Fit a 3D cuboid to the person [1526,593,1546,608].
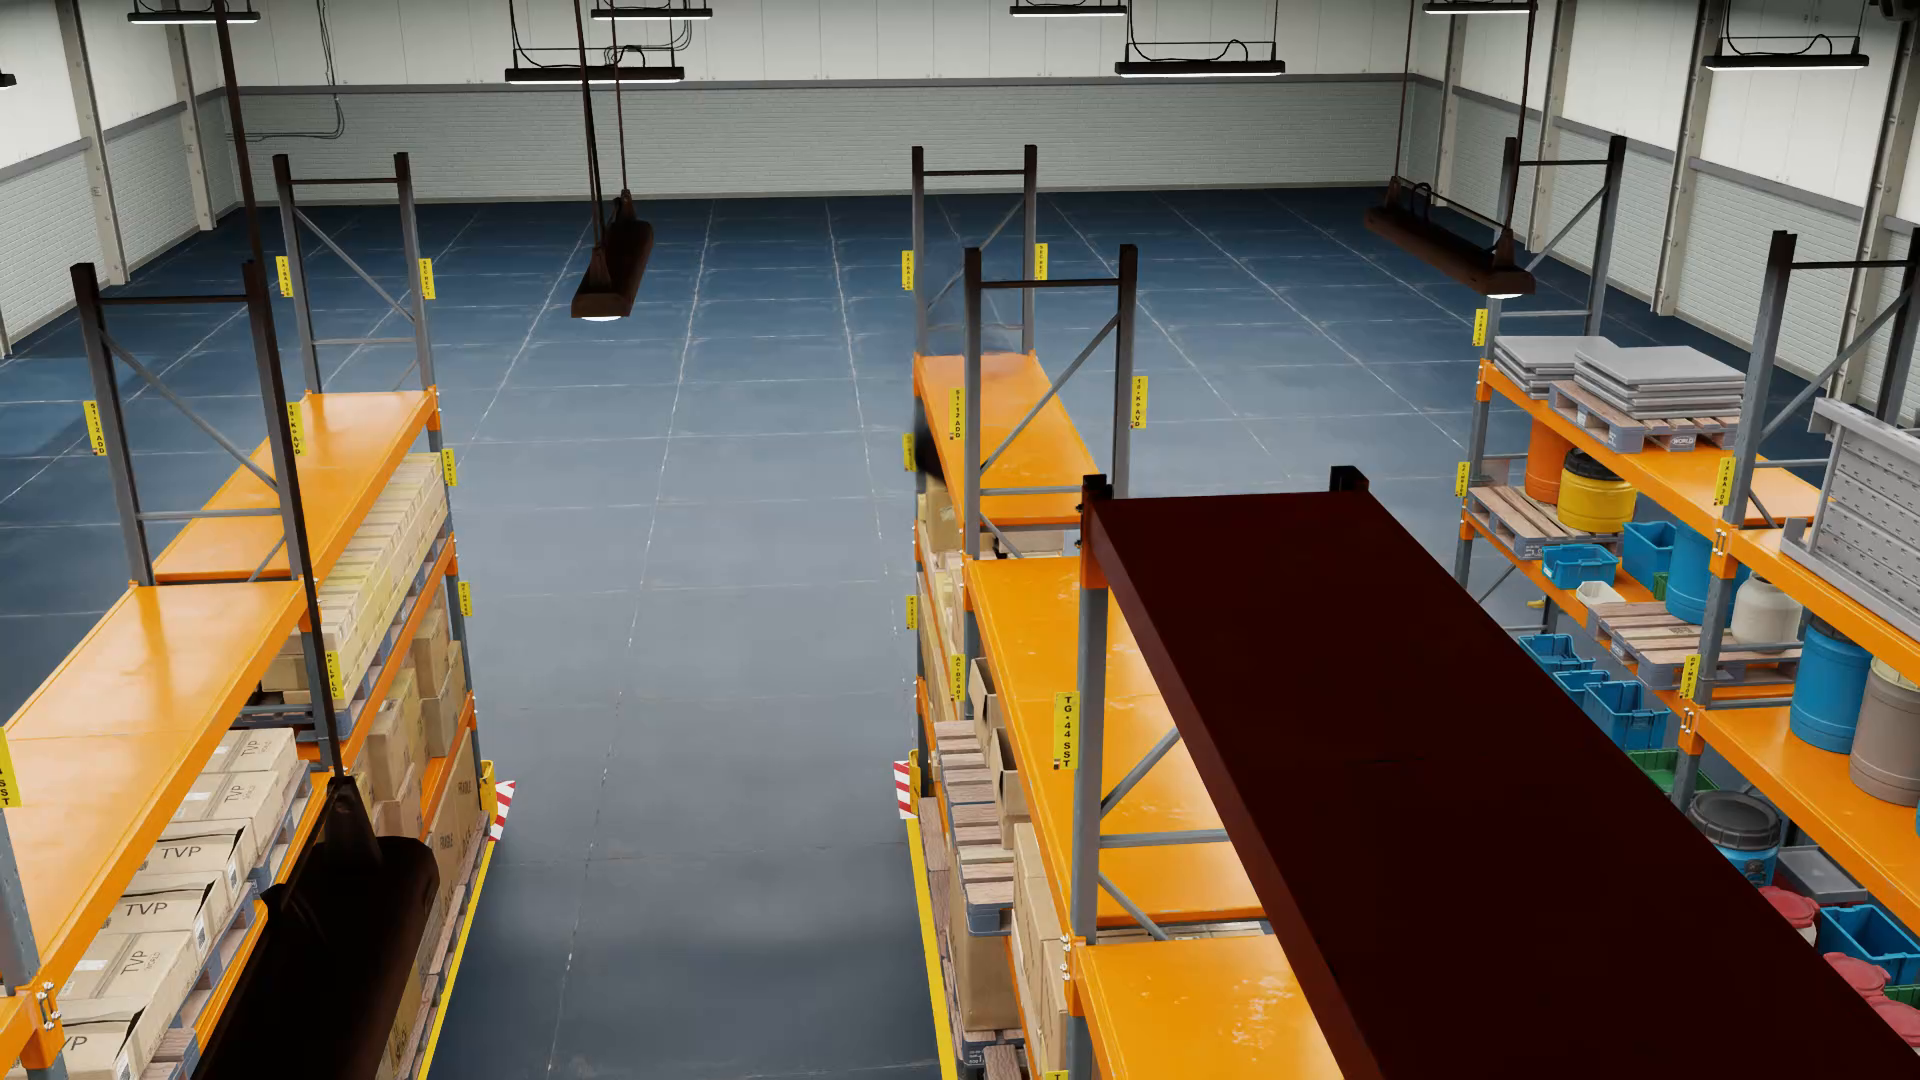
[{"bbox_3d":[7.110,0.025,19.161,0.915,1.749,0.705,7,23,17],"label":"person"}]
